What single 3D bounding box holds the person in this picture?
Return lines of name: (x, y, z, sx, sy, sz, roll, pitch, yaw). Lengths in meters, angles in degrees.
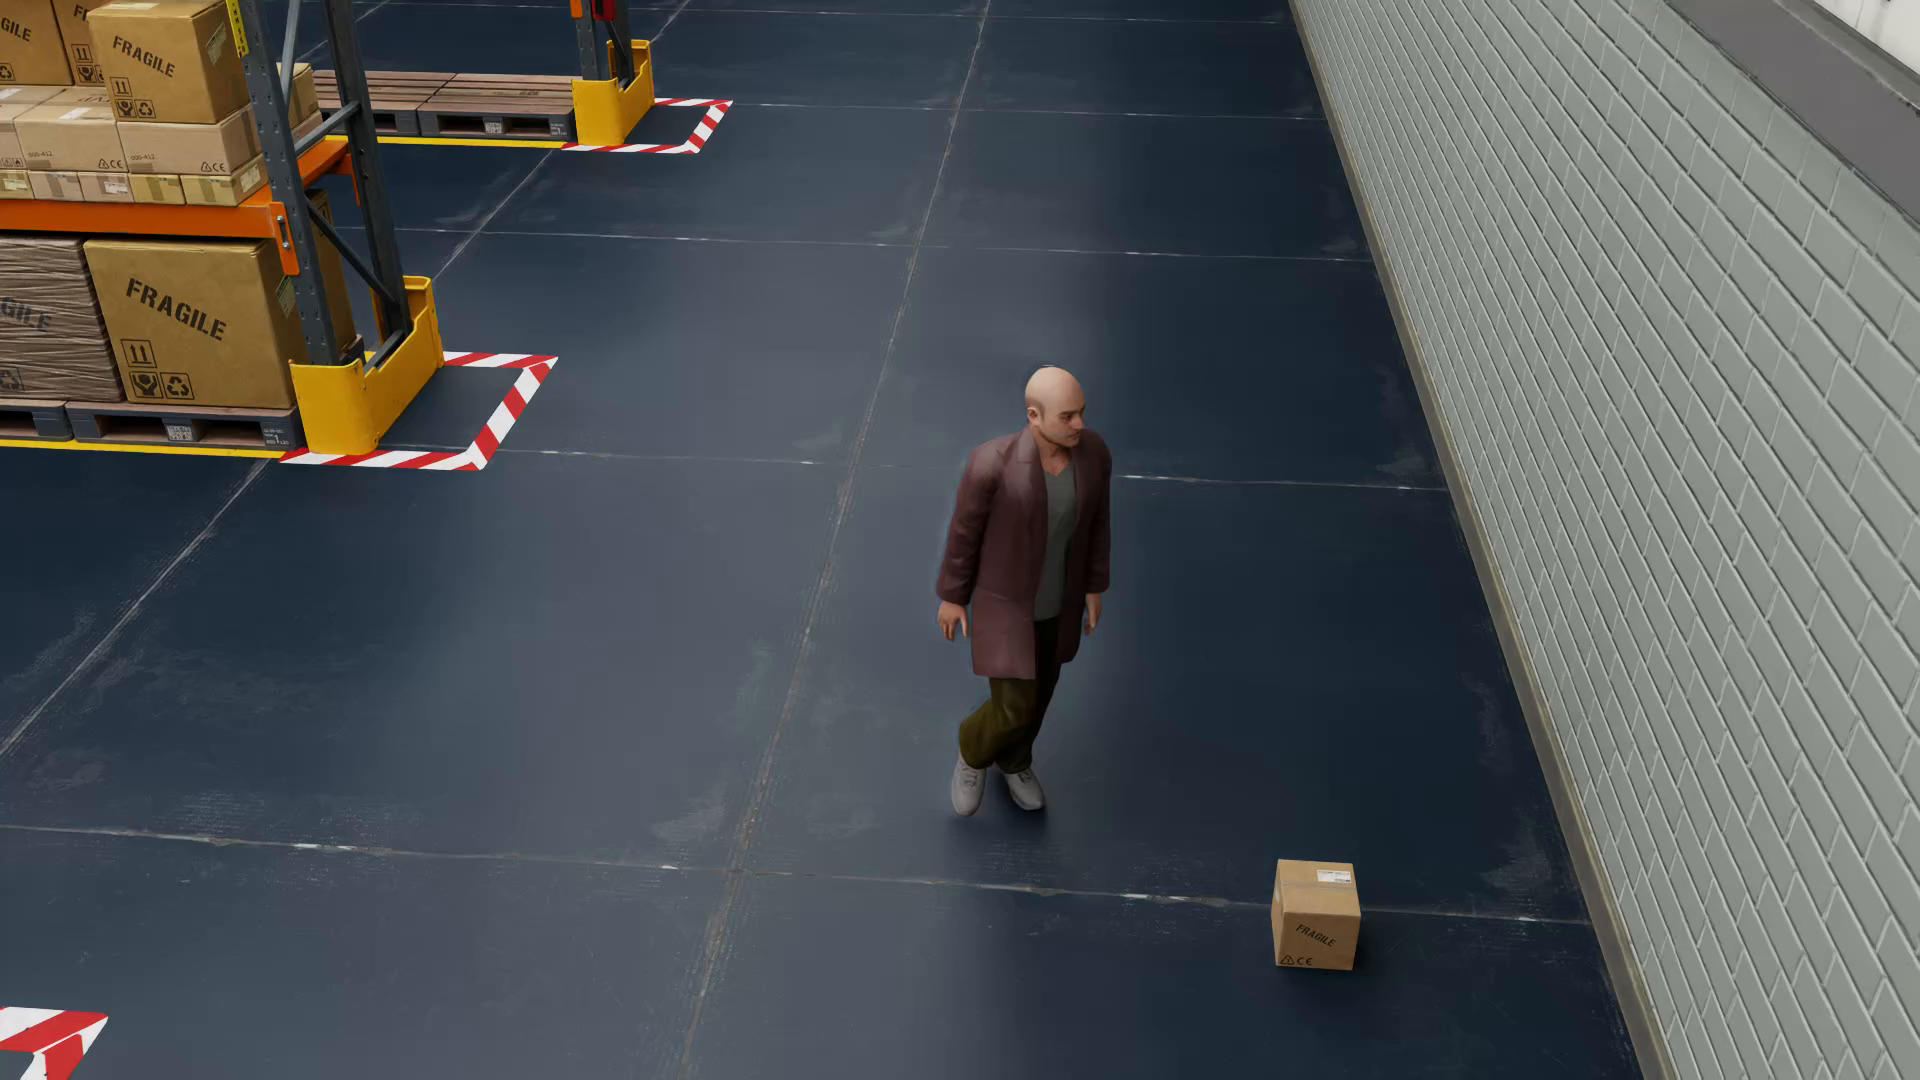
person: (0.245, 0.206, 5.768, 0.613, 1.776, 0.523, -17, 35, -25)
